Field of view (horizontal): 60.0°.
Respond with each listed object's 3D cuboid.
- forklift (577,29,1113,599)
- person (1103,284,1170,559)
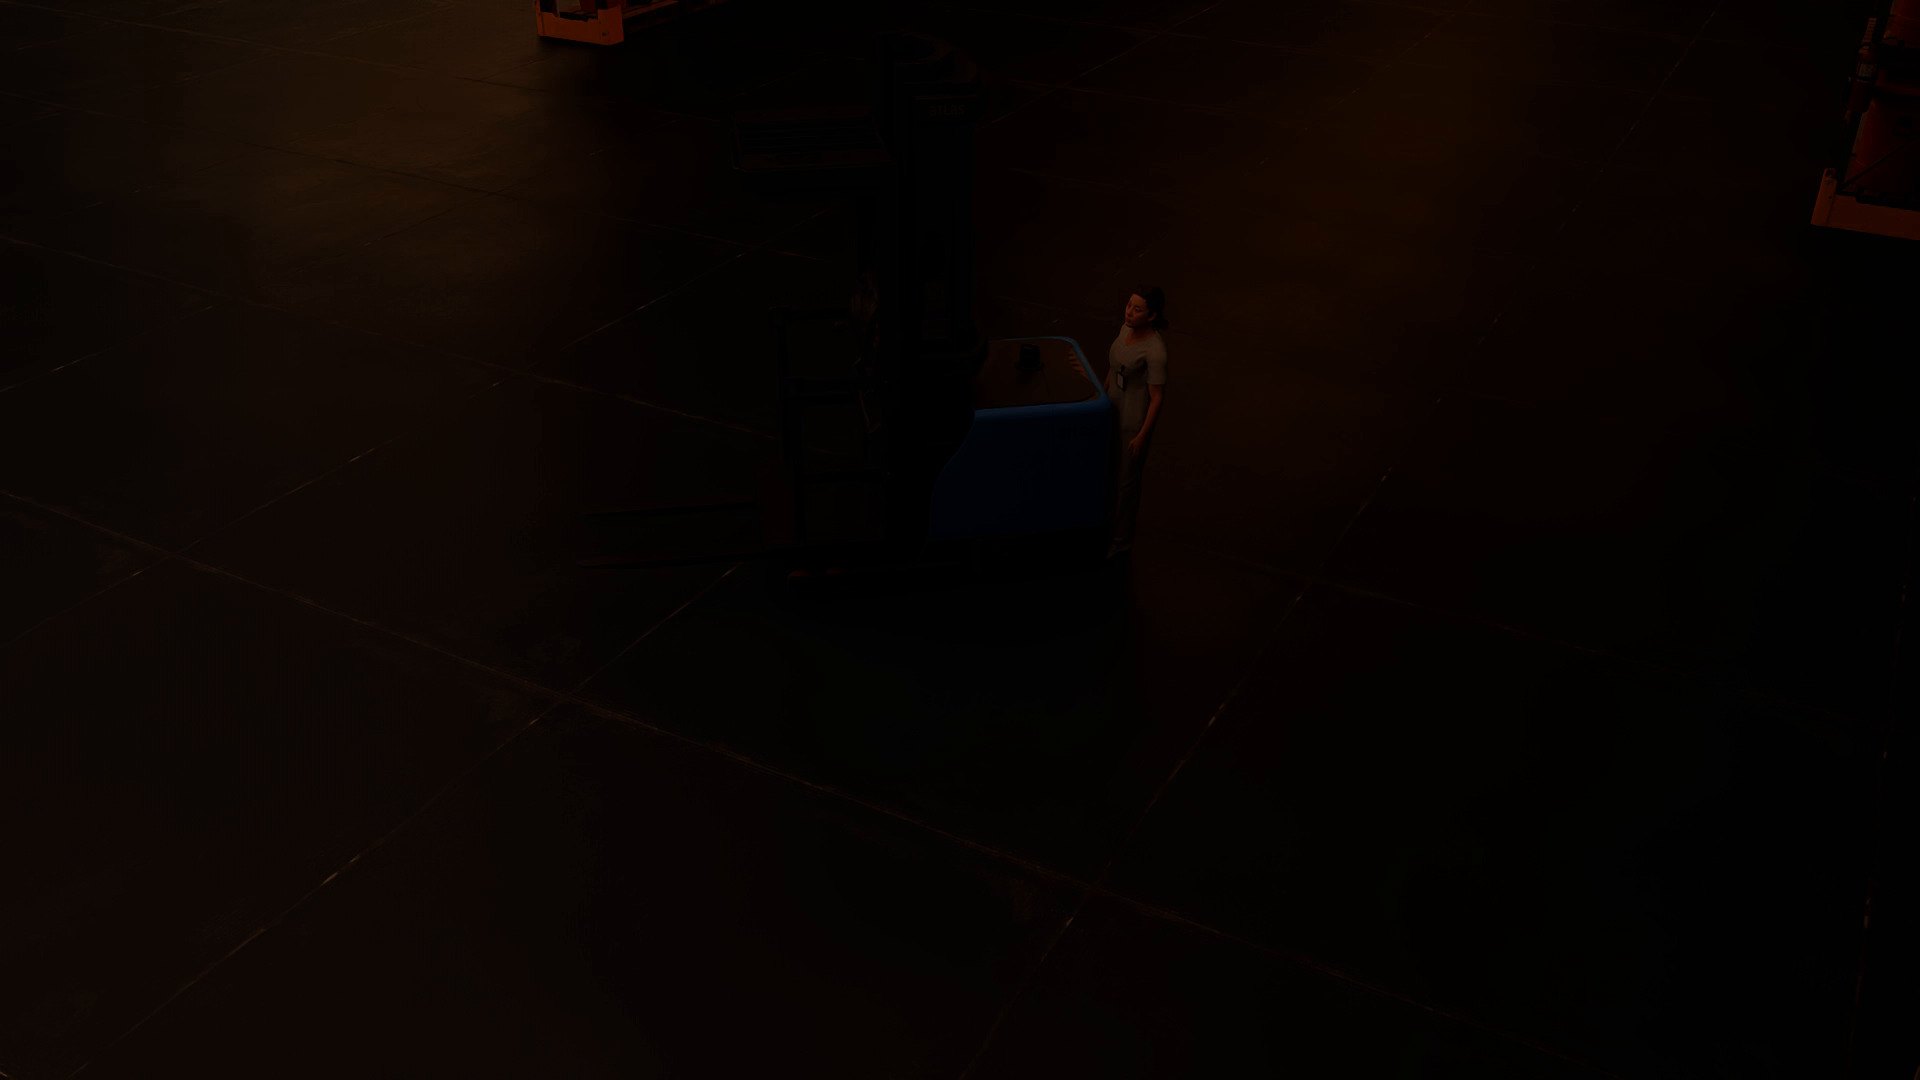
[{"bbox_3d":[-0.702,-1.219,9.182,3.031,2.935,1.130,-5,30,-8],"label":"forklift"},{"bbox_3d":[0.888,-0.662,9.460,0.548,1.673,0.550,-13,32,-21],"label":"person"}]
